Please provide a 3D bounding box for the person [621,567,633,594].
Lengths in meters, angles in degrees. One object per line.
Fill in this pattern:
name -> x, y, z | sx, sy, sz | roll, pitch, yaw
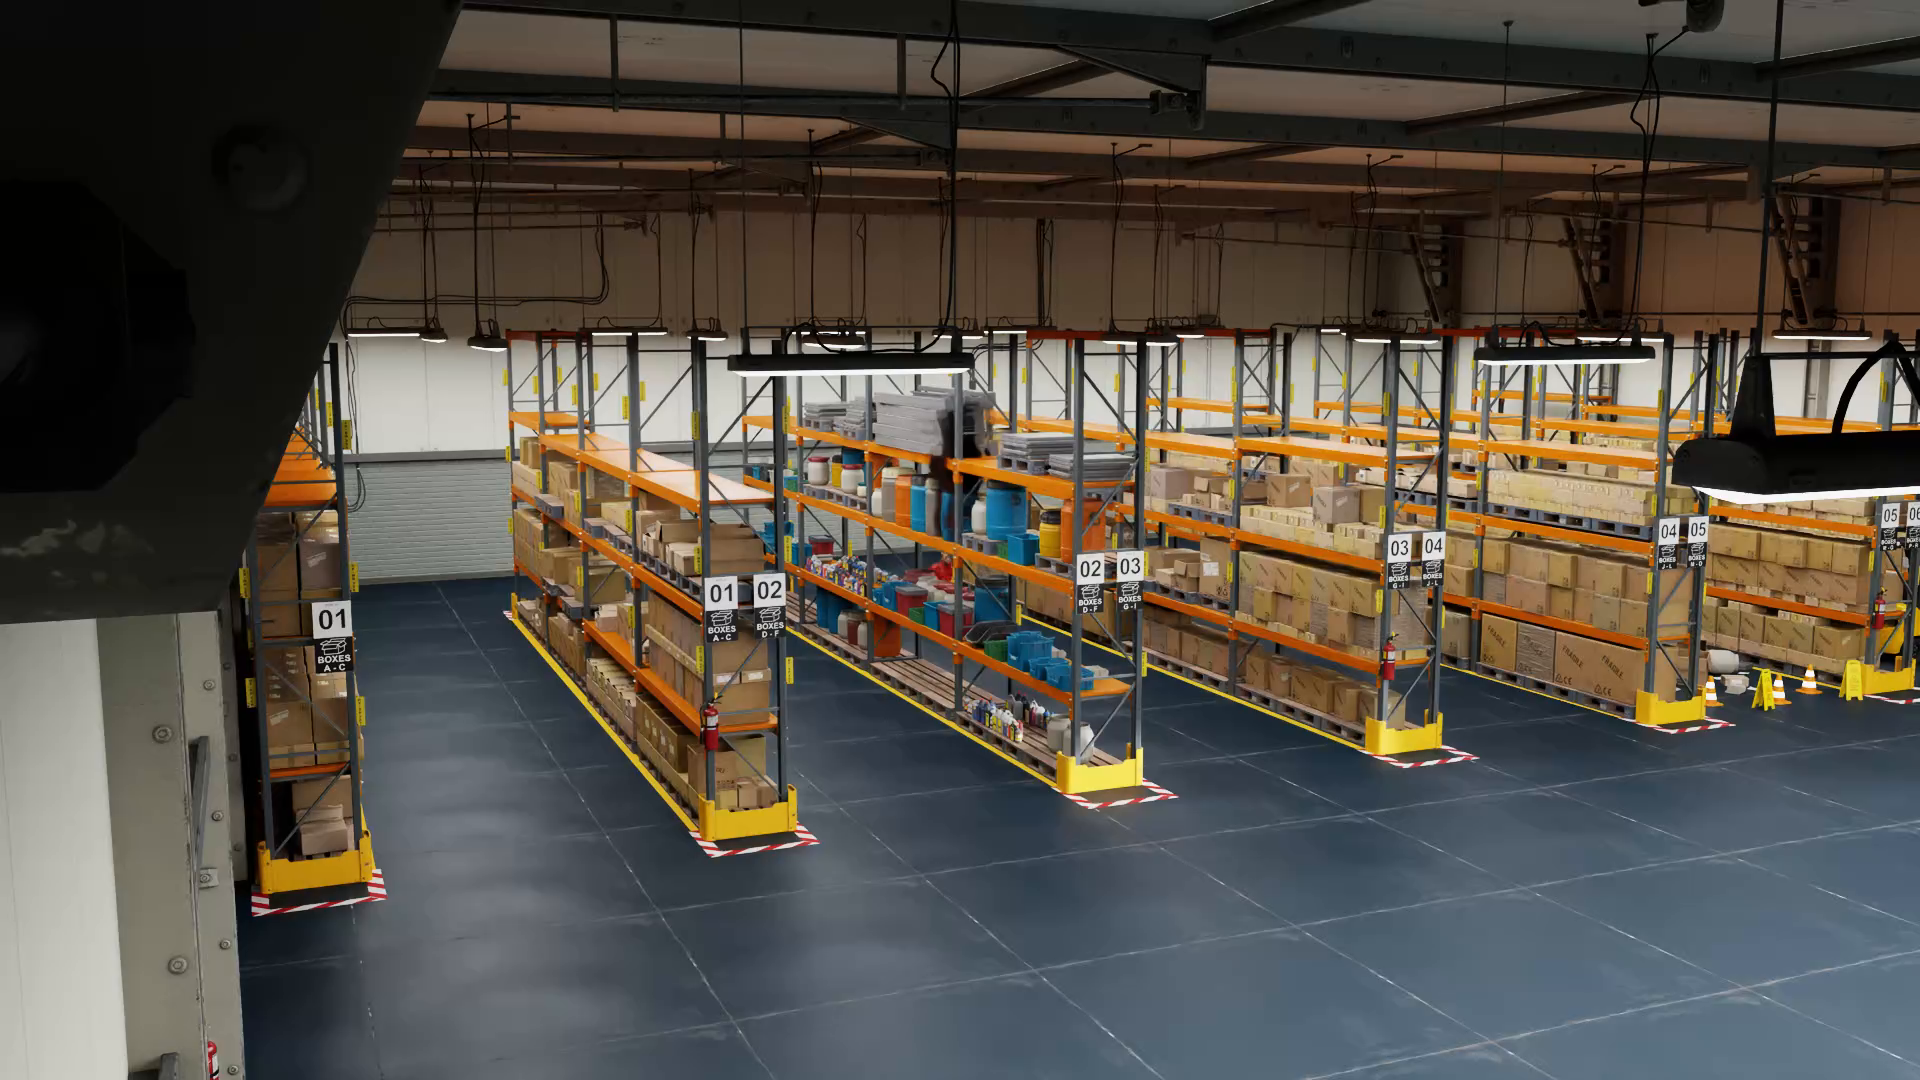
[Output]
person -> -7.232, 0.639, 35.554 | 0.757, 1.744, 0.664 | -8, 11, -44

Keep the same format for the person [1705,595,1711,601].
person -> 15.281, 0.916, 33.703 | 0.696, 1.714, 0.767 | -5, 9, -30

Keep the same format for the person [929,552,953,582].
person -> -0.419, 1.068, 32.667 | 0.667, 1.750, 1.040 | -5, 9, -31

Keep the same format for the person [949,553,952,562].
person -> -0.121, -0.115, 41.127 | 0.691, 1.726, 0.648 | -4, 9, -29
